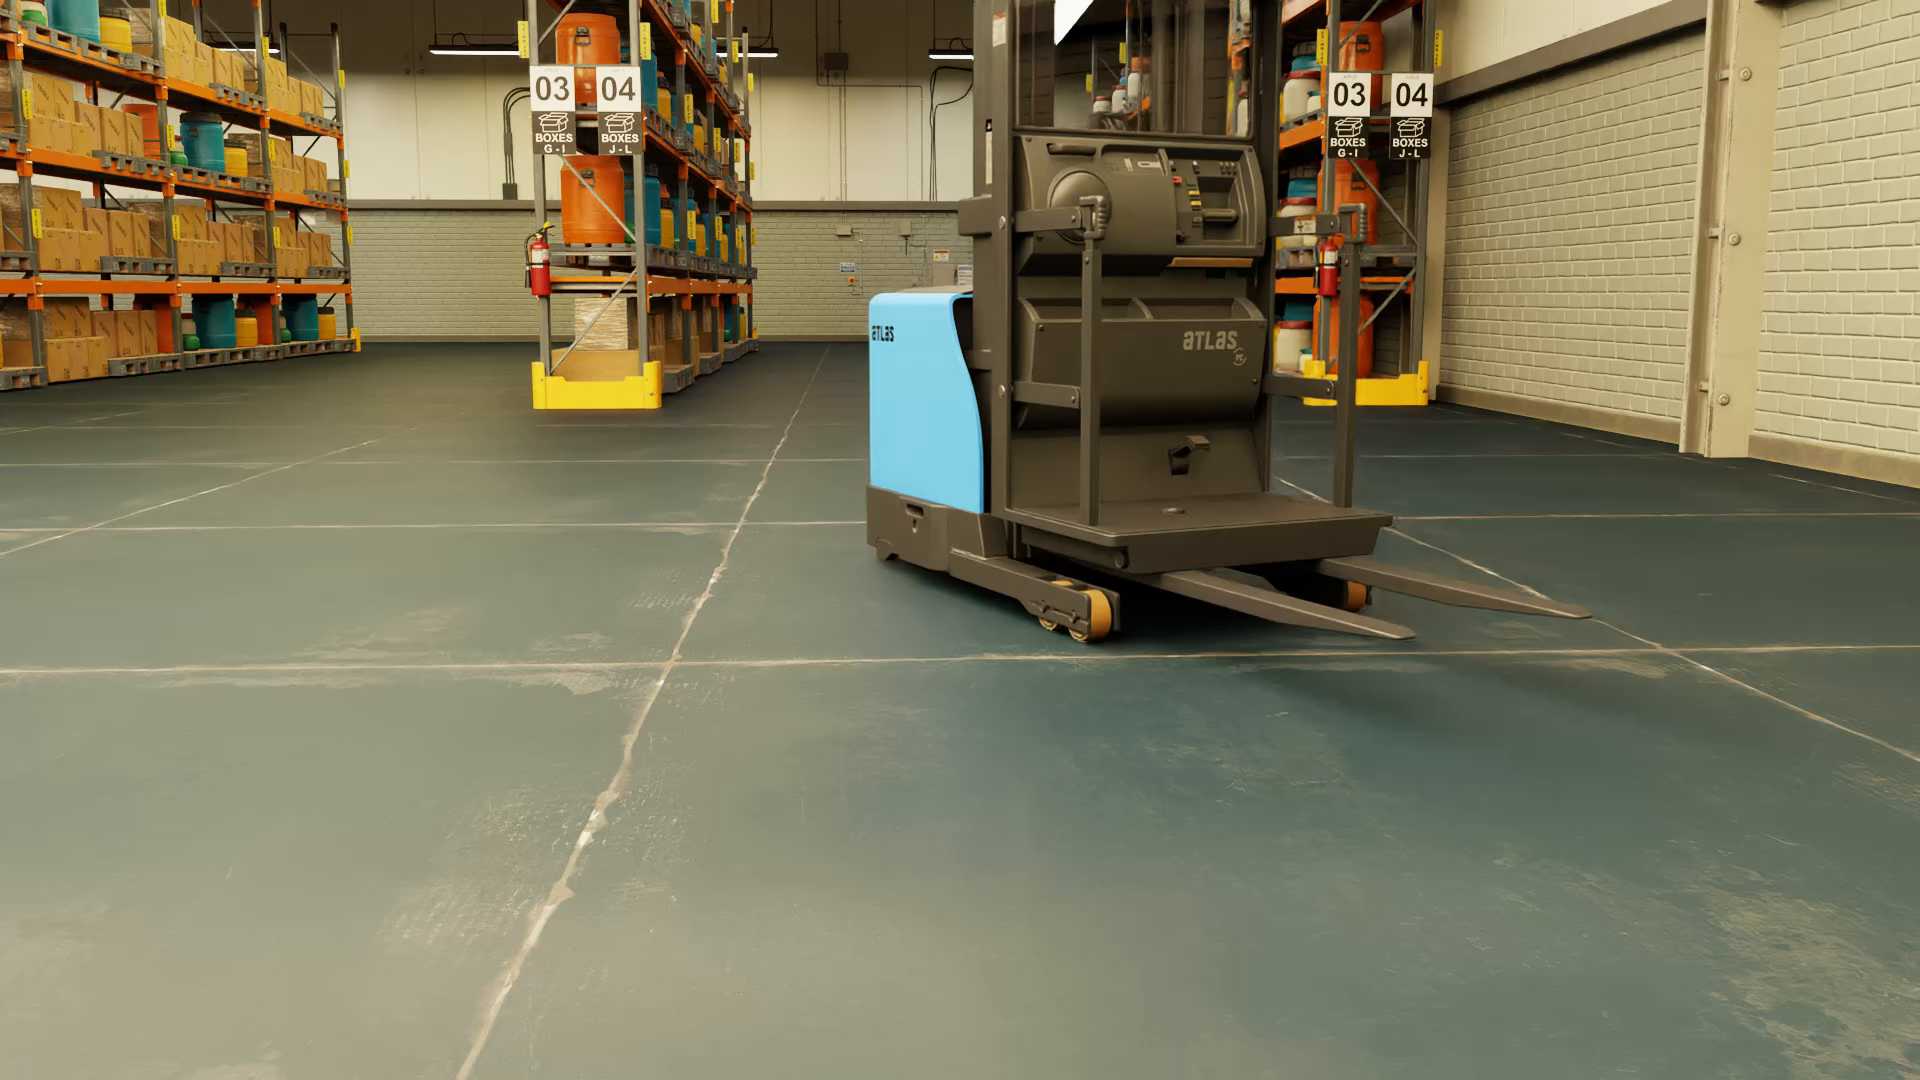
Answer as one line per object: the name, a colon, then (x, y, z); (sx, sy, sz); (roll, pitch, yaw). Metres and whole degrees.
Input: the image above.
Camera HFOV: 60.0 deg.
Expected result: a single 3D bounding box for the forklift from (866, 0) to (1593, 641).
forklift: (0.726, -1.206, 5.453); (1.130, 2.935, 3.031); (-4, 9, -26)
